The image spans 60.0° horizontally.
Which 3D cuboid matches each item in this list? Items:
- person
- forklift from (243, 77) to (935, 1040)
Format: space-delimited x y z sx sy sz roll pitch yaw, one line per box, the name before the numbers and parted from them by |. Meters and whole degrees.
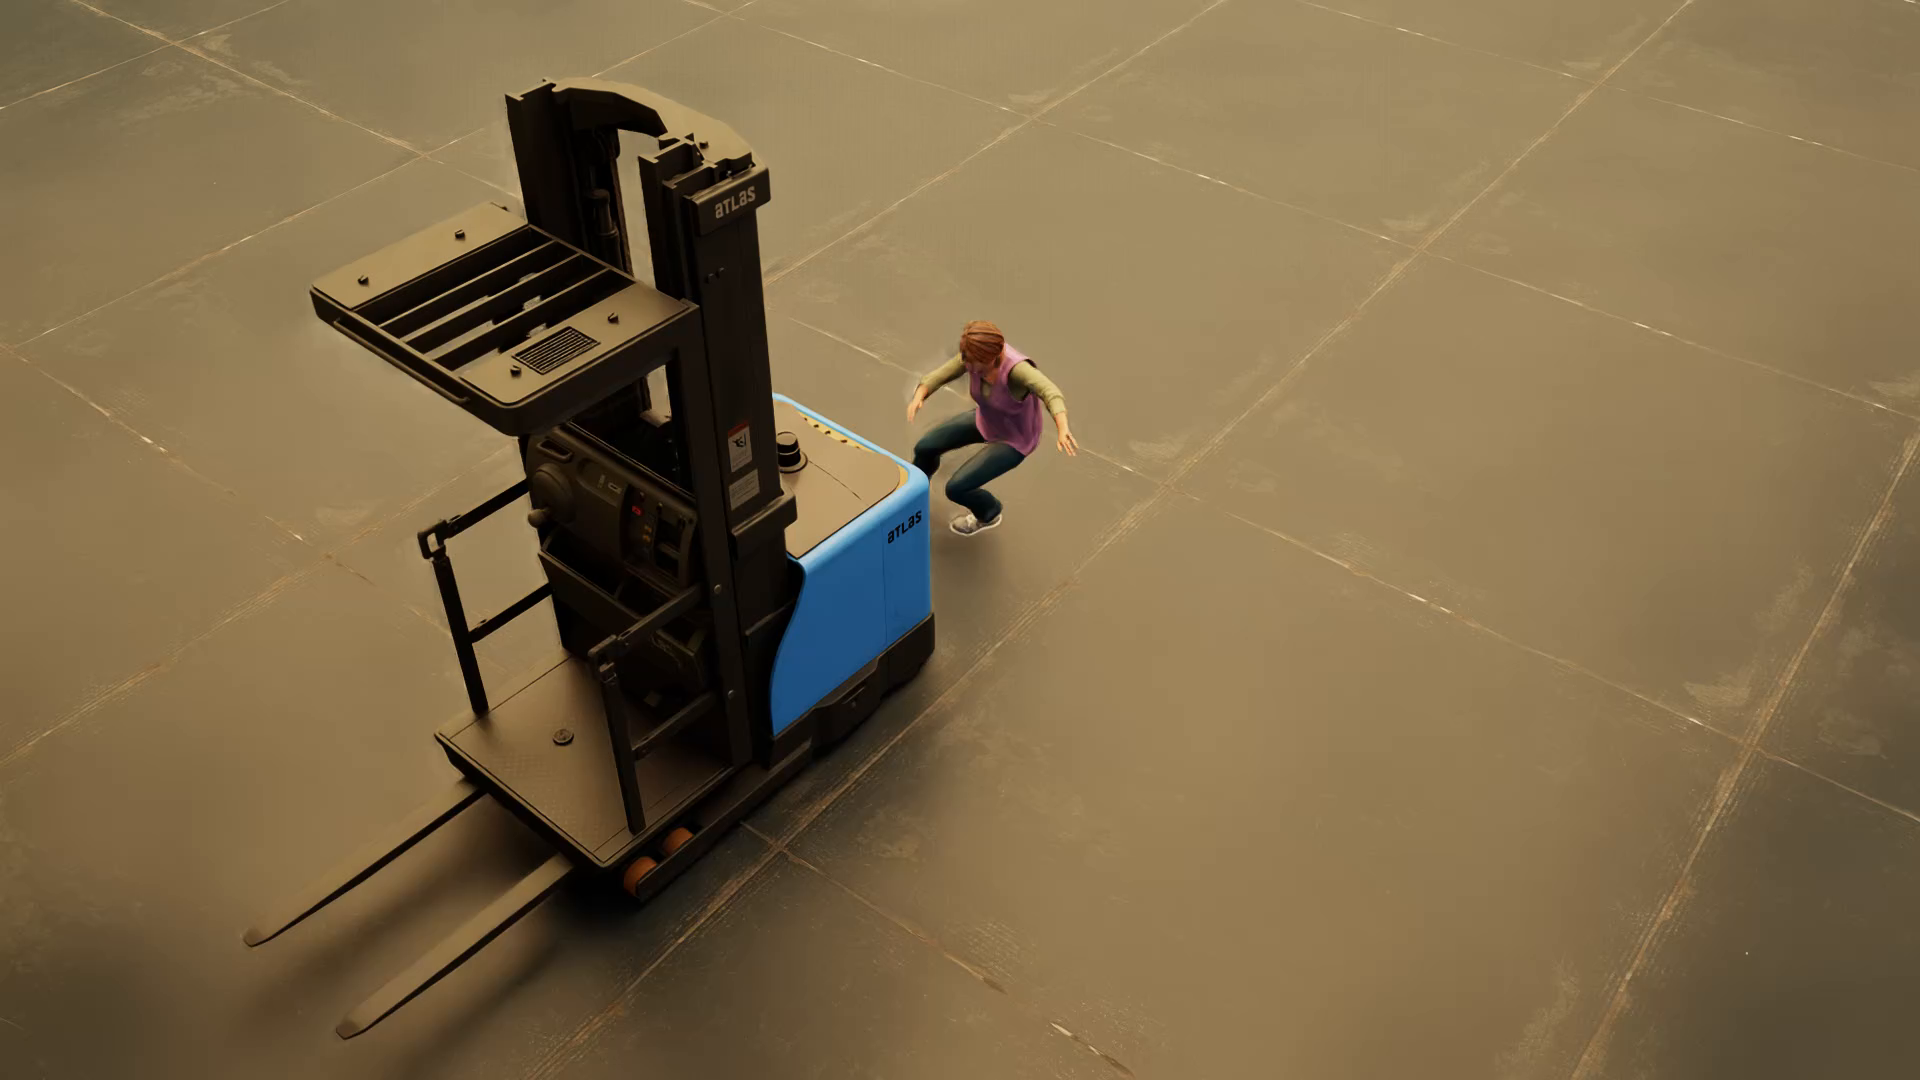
person | 0.090 -0.450 7.846 0.733 1.331 1.413 -32 50 -32
forklift | -1.455 -0.056 6.140 1.130 2.935 3.031 29 48 30
